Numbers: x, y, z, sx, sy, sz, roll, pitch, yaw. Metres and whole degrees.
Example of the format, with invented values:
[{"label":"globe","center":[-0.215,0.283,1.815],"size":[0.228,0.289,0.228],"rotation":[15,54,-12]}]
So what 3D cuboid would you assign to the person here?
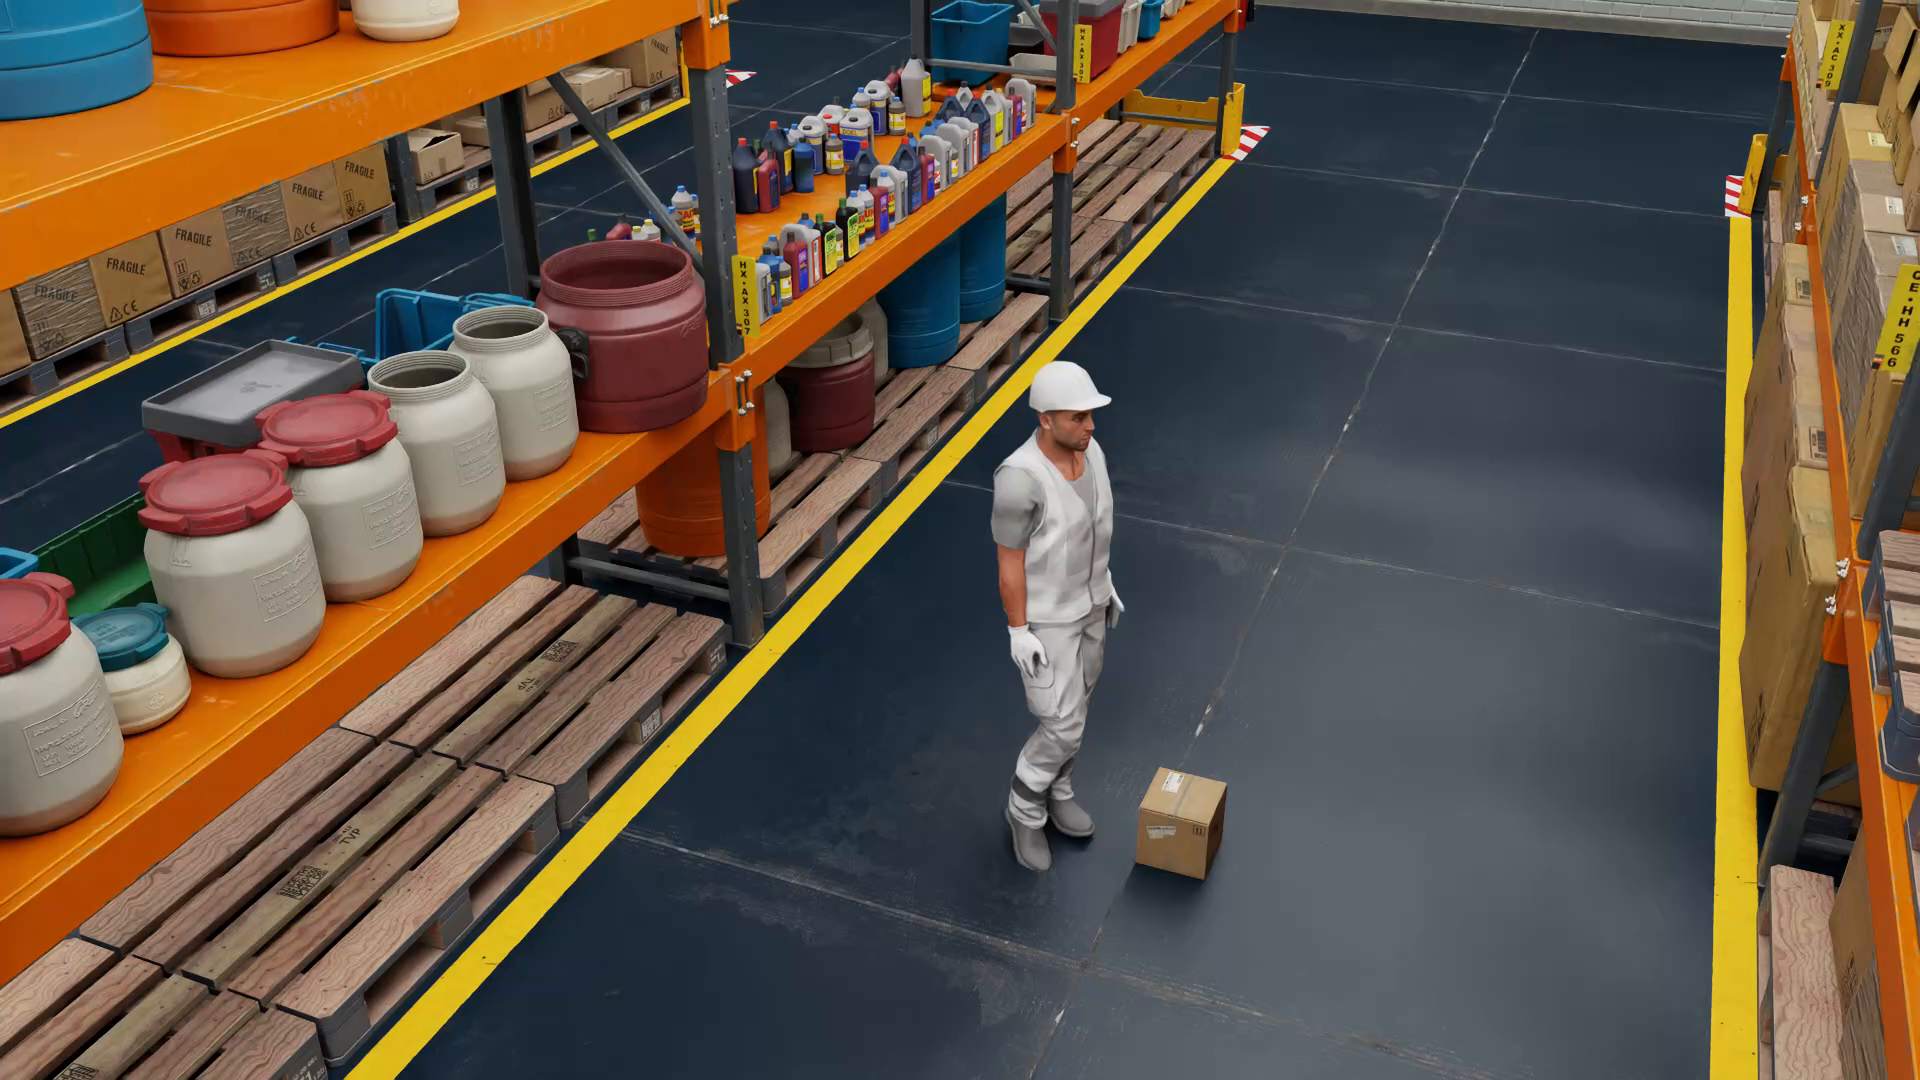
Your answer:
[{"label":"person","center":[0.356,0.255,5.658],"size":[0.385,1.821,0.553],"rotation":[22,36,34]}]
